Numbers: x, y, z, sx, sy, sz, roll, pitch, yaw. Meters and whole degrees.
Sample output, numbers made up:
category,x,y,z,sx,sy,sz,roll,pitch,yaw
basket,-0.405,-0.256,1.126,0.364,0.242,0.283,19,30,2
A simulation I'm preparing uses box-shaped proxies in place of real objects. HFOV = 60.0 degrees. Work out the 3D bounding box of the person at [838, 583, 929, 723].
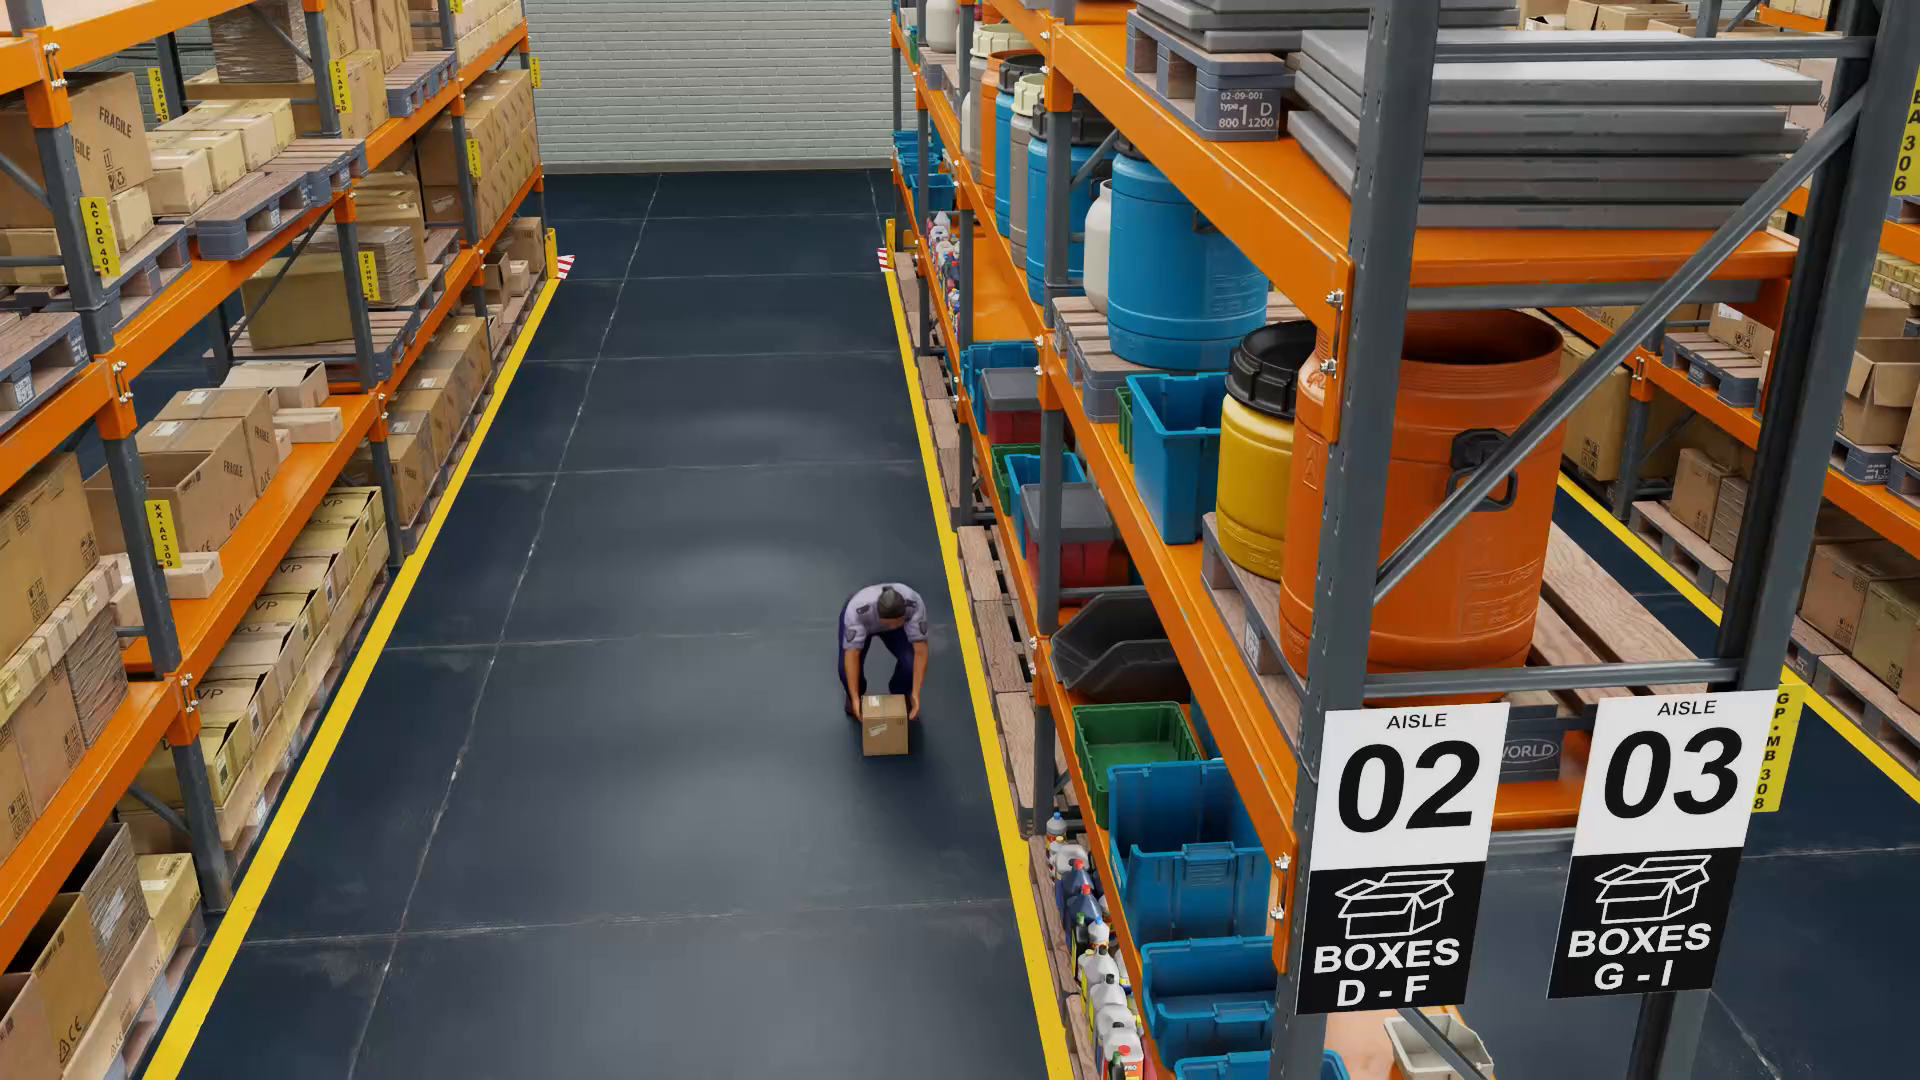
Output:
category,x,y,z,sx,sy,sz,roll,pitch,yaw
person,-0.454,0.592,9.664,0.525,0.940,0.820,-2,24,-5
